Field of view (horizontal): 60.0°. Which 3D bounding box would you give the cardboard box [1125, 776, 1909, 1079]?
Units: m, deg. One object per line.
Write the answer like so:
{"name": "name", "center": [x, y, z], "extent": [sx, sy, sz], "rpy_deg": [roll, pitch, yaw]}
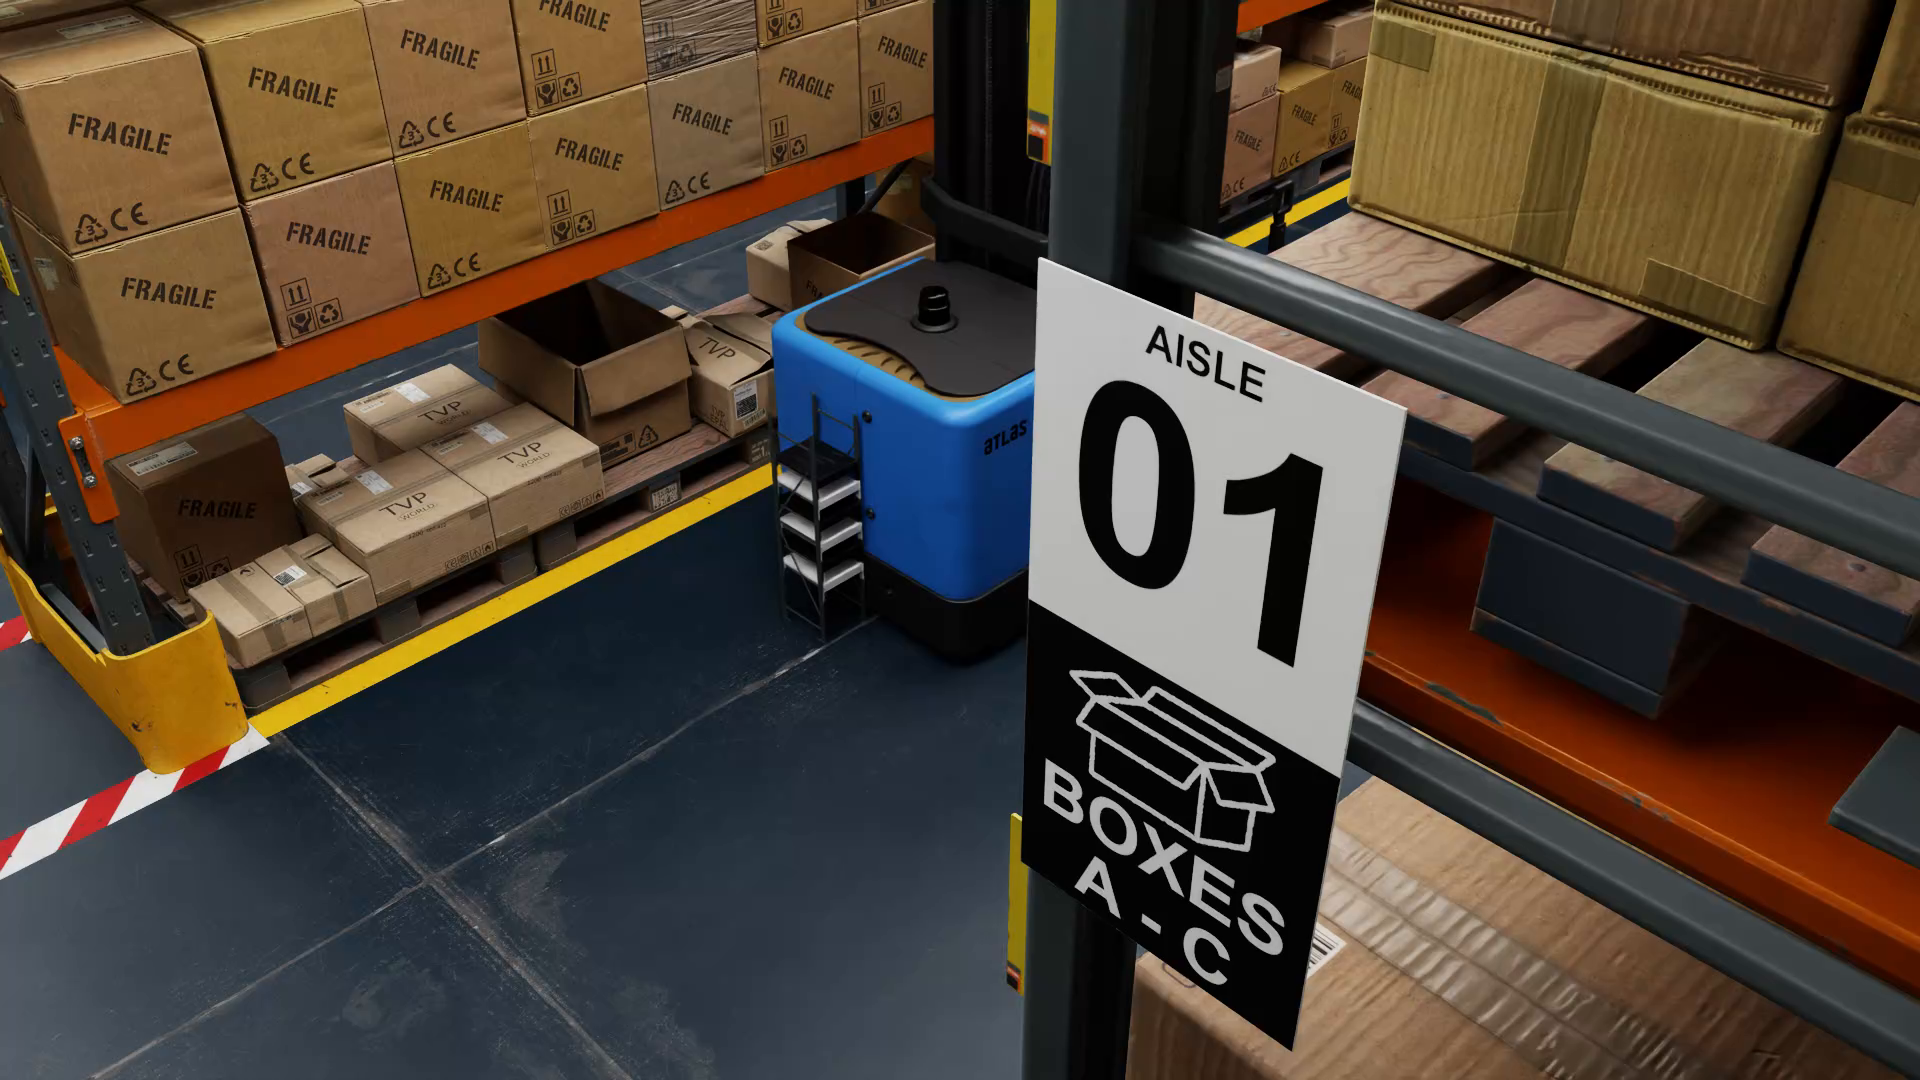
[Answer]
{"name": "cardboard box", "center": [0.829, 0.964, 2.483], "extent": [0.700, 0.700, 0.980], "rpy_deg": [-28, 43, -34]}

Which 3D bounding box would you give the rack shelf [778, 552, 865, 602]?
{"name": "rack shelf", "center": [-0.514, 0.106, 6.184], "extent": [0.258, 0.077, 0.200], "rpy_deg": [29, 44, 35]}

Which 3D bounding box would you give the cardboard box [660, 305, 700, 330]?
{"name": "cardboard box", "center": [-1.274, -0.900, 7.511], "extent": [0.380, 0.166, 0.250], "rpy_deg": [30, 45, 35]}

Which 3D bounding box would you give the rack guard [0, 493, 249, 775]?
{"name": "rack guard", "center": [-2.987, 0.298, 5.886], "extent": [1.175, 0.500, 0.348], "rpy_deg": [30, 45, 35]}

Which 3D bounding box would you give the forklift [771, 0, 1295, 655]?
{"name": "forklift", "center": [0.689, -1.528, 6.378], "extent": [1.130, 2.935, 3.031], "rpy_deg": [29, 44, 35]}

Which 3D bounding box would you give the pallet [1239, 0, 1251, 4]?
{"name": "pallet", "center": [1.229, -3.074, 8.703], "extent": [1.003, 0.211, 1.213], "rpy_deg": [30, 45, 35]}

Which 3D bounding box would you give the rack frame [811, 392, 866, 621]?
{"name": "rack frame", "center": [-0.443, -0.110, 6.122], "extent": [0.240, 0.900, 0.006], "rpy_deg": [29, 44, 35]}

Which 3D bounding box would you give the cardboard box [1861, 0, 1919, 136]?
{"name": "cardboard box", "center": [1.163, -0.590, 1.373], "extent": [0.500, 0.500, 0.500], "rpy_deg": [28, 43, 34]}

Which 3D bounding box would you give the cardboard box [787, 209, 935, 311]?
{"name": "cardboard box", "center": [-0.423, -1.130, 7.549], "extent": [0.500, 0.500, 0.500], "rpy_deg": [30, 45, 35]}

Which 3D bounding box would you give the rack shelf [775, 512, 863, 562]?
{"name": "rack shelf", "center": [-0.514, -0.042, 6.081], "extent": [0.258, 0.077, 0.200], "rpy_deg": [29, 44, 35]}

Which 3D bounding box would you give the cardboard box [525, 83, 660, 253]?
{"name": "cardboard box", "center": [-1.472, -1.428, 6.088], "extent": [0.500, 0.500, 0.500], "rpy_deg": [-29, 44, -35]}

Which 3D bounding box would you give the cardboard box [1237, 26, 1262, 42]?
{"name": "cardboard box", "center": [1.707, -2.815, 9.965], "extent": [0.500, 0.500, 0.500], "rpy_deg": [28, 44, 34]}

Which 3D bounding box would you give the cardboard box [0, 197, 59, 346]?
{"name": "cardboard box", "center": [-2.918, -1.029, 5.516], "extent": [0.500, 0.500, 0.500], "rpy_deg": [-28, 44, -34]}

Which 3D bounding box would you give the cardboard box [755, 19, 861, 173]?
{"name": "cardboard box", "center": [-0.755, -1.845, 6.686], "extent": [0.500, 0.500, 0.500], "rpy_deg": [-29, 44, -34]}

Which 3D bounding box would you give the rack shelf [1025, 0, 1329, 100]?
{"name": "rack shelf", "center": [1.187, -2.837, 8.825], "extent": [1.077, 0.370, 4.000], "rpy_deg": [30, 45, 35]}

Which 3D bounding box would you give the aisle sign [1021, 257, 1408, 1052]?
{"name": "aisle sign", "center": [0.214, 0.140, 1.654], "extent": [0.394, 0.787, 0.004], "rpy_deg": [30, 45, 35]}

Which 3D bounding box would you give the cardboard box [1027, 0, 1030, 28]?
{"name": "cardboard box", "center": [0.270, -2.636, 7.453], "extent": [0.700, 0.500, 0.500], "rpy_deg": [15, 38, 21]}

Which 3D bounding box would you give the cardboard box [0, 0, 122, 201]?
{"name": "cardboard box", "center": [-2.922, -1.439, 5.230], "extent": [0.500, 0.500, 0.500], "rpy_deg": [29, 44, 35]}

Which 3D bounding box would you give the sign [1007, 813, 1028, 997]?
{"name": "sign", "center": [0.102, 0.502, 2.189], "extent": [0.100, 0.325, 0.005], "rpy_deg": [30, 45, 35]}

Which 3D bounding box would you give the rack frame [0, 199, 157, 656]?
{"name": "rack frame", "center": [-3.041, -0.697, 5.127], "extent": [1.000, 3.000, 0.127], "rpy_deg": [30, 45, 35]}

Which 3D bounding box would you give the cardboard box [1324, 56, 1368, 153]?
{"name": "cardboard box", "center": [2.103, -2.625, 9.692], "extent": [0.500, 0.500, 0.500], "rpy_deg": [-28, 44, -34]}

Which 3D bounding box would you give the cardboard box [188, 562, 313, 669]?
{"name": "cardboard box", "center": [-2.502, 0.261, 5.861], "extent": [0.380, 0.149, 0.250], "rpy_deg": [30, 45, 35]}

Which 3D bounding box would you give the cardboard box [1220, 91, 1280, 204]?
{"name": "cardboard box", "center": [1.373, -2.200, 9.082], "extent": [0.500, 0.500, 0.500], "rpy_deg": [28, 43, 34]}

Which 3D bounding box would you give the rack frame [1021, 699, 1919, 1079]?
{"name": "rack frame", "center": [0.477, 1.298, 2.266], "extent": [1.000, 3.000, 0.127], "rpy_deg": [30, 45, 35]}

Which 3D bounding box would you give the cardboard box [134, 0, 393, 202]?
{"name": "cardboard box", "center": [-2.178, -1.437, 5.227], "extent": [0.500, 0.500, 0.500], "rpy_deg": [-29, 44, -35]}

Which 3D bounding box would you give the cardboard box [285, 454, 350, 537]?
{"name": "cardboard box", "center": [-2.483, -0.163, 6.454], "extent": [0.380, 0.166, 0.250], "rpy_deg": [30, 45, 35]}

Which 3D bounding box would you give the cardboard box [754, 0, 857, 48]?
{"name": "cardboard box", "center": [-0.754, -2.253, 6.397], "extent": [0.500, 0.500, 0.500], "rpy_deg": [29, 44, 35]}

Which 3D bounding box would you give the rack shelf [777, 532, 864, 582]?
{"name": "rack shelf", "center": [-0.514, 0.032, 6.133], "extent": [0.258, 0.077, 0.200], "rpy_deg": [29, 44, 35]}

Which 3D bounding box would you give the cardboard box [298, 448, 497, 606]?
{"name": "cardboard box", "center": [-2.104, -0.059, 6.231], "extent": [0.500, 0.250, 0.500], "rpy_deg": [30, 45, 35]}

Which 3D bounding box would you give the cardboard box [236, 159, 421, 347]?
{"name": "cardboard box", "center": [-2.181, -1.023, 5.507], "extent": [0.500, 0.500, 0.500], "rpy_deg": [29, 44, 35]}

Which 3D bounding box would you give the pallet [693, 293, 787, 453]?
{"name": "pallet", "center": [-0.707, -0.898, 7.853], "extent": [1.003, 0.211, 1.213], "rpy_deg": [30, 45, 35]}

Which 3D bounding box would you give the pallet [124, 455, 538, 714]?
{"name": "pallet", "center": [-2.426, 0.092, 6.433], "extent": [1.003, 0.211, 1.213], "rpy_deg": [30, 45, 35]}

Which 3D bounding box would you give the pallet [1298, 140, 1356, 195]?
{"name": "pallet", "center": [2.043, -2.513, 10.168], "extent": [1.003, 0.211, 1.213], "rpy_deg": [30, 45, 35]}

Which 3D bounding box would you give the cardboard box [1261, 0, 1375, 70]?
{"name": "cardboard box", "center": [2.067, -2.908, 9.443], "extent": [0.500, 0.250, 0.500], "rpy_deg": [-28, 44, -34]}

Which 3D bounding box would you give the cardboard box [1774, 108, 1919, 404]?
{"name": "cardboard box", "center": [1.166, -0.281, 1.585], "extent": [0.500, 0.250, 0.500], "rpy_deg": [-27, 43, -33]}

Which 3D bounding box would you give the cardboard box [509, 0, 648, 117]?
{"name": "cardboard box", "center": [-1.465, -1.845, 5.811], "extent": [0.500, 0.500, 0.500], "rpy_deg": [29, 44, 35]}

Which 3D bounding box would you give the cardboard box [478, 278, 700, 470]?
{"name": "cardboard box", "center": [-1.543, -0.712, 6.947], "extent": [0.797, 0.503, 0.637], "rpy_deg": [30, 45, 35]}

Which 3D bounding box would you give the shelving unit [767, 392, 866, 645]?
{"name": "shelving unit", "center": [-0.514, -0.069, 6.062], "extent": [0.258, 0.900, 0.210], "rpy_deg": [29, 44, 35]}
